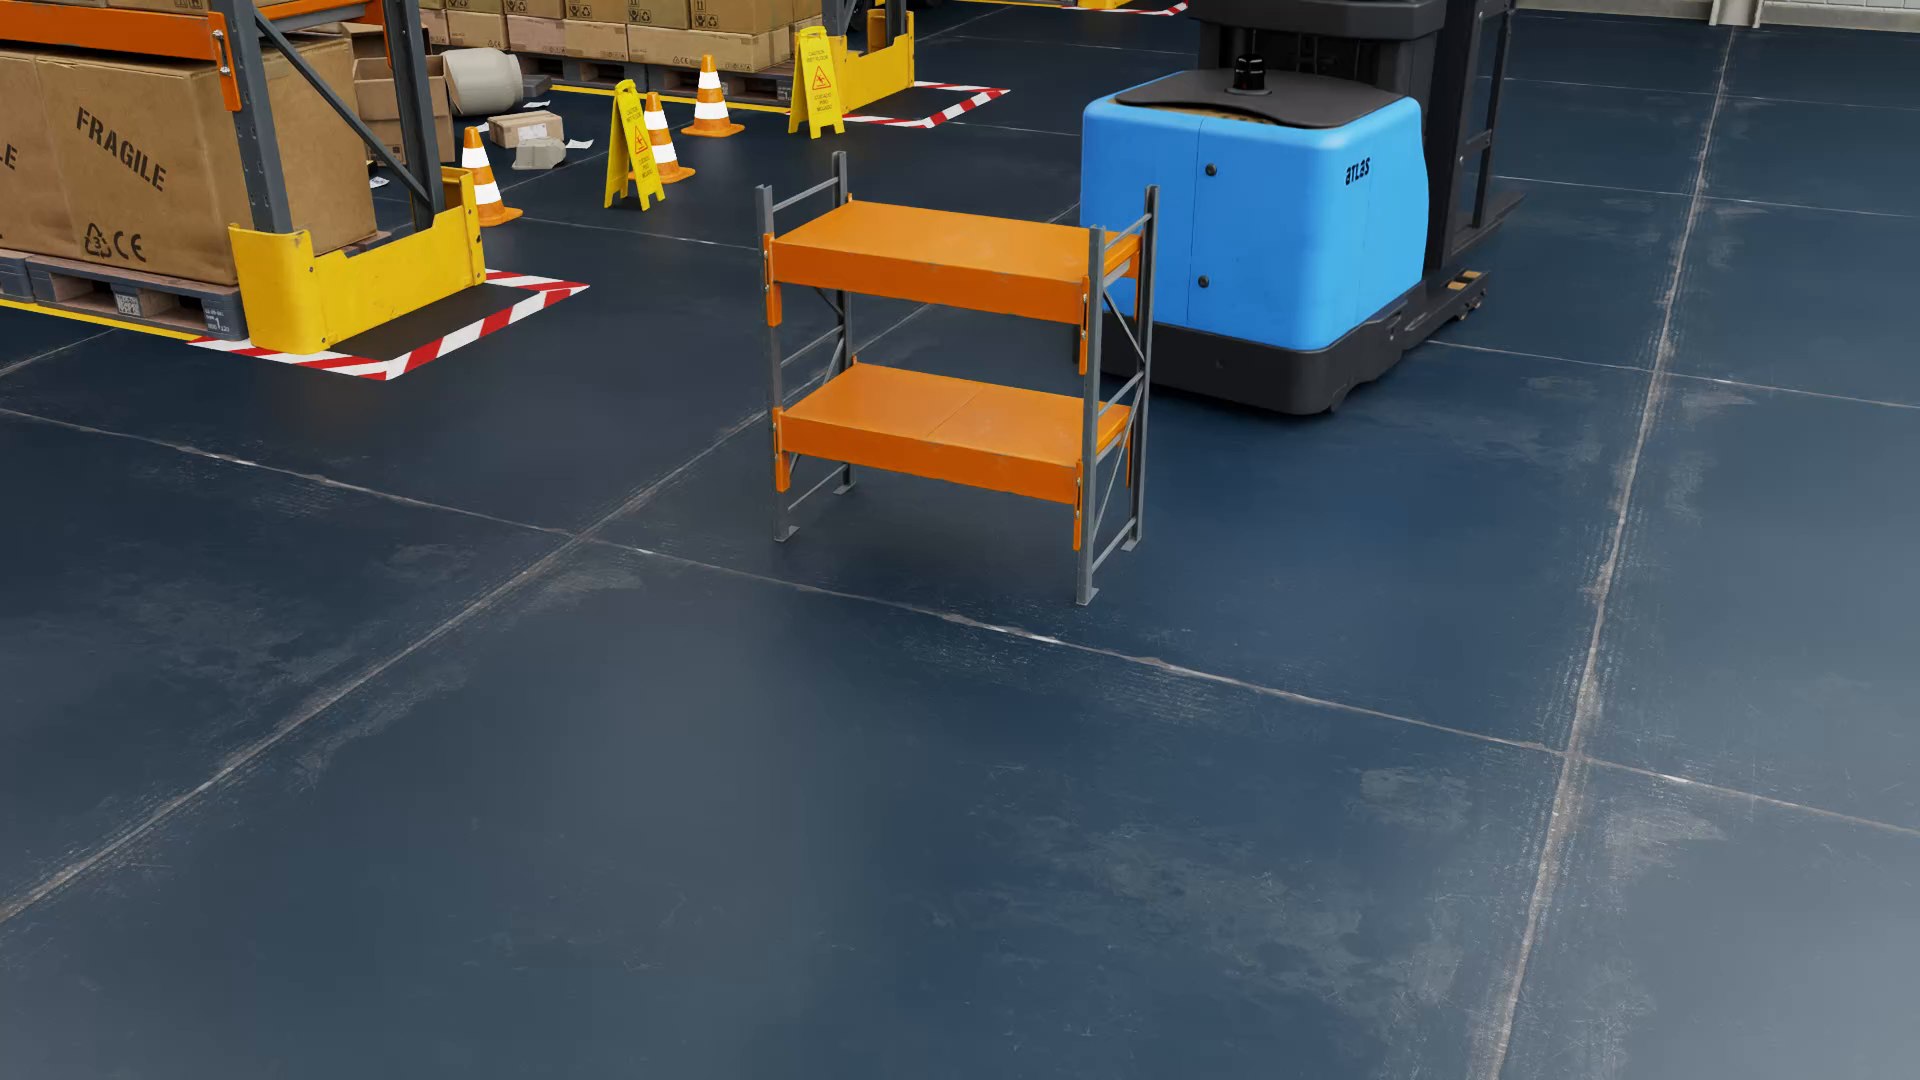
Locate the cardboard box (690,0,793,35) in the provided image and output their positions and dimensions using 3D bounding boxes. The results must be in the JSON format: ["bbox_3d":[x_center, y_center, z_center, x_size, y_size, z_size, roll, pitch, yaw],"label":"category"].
[{"bbox_3d":[-1.470,-3.703,11.164,0.500,0.500,0.500,12,28,22],"label":"cardboard box"}]

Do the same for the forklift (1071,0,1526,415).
[{"bbox_3d":[1.678,-2.367,6.740,1.130,2.935,3.031,17,31,30],"label":"forklift"}]

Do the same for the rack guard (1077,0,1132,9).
[{"bbox_3d":[1.440,-5.241,15.329,0.348,0.500,1.175,11,28,22],"label":"rack guard"}]

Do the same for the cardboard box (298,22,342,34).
[{"bbox_3d":[-4.753,-4.206,12.896,0.625,0.372,0.950,12,29,22],"label":"cardboard box"}]

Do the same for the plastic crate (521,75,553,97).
[{"bbox_3d":[-3.184,-3.175,11.608,0.583,0.080,0.402,2,26,4],"label":"plastic crate"}]

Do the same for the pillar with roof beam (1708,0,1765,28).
[{"bbox_3d":[4.837,-6.720,8.711,0.400,9.000,9.100,11,28,22],"label":"pillar with roof beam"}]

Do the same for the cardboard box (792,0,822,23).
[{"bbox_3d":[-1.275,-3.924,11.613,0.500,0.500,0.500,10,28,20],"label":"cardboard box"}]

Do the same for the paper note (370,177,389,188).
[{"bbox_3d":[-3.277,-1.990,9.260,0.142,0.017,0.144,23,35,39],"label":"paper note"}]

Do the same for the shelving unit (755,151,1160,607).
[{"bbox_3d":[-0.006,-0.506,5.004,1.048,1.125,0.538,11,28,22],"label":"shelving unit"}]

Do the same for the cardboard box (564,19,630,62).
[{"bbox_3d":[-2.427,-3.556,11.714,0.500,0.250,0.500,10,28,20],"label":"cardboard box"}]

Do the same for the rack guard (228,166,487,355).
[{"bbox_3d":[-2.568,-1.235,7.193,0.348,0.500,1.175,11,28,22],"label":"rack guard"}]

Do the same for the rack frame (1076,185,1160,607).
[{"bbox_3d":[0.457,-0.413,4.815,0.032,1.125,0.500,11,28,22],"label":"rack frame"}]

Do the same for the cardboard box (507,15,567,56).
[{"bbox_3d":[-2.874,-3.651,11.907,0.500,0.250,0.500,11,28,21],"label":"cardboard box"}]

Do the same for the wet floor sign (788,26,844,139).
[{"bbox_3d":[-0.903,-2.849,10.306,0.232,0.644,0.267,23,35,39],"label":"wet floor sign"}]

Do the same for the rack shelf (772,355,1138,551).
[{"bbox_3d":[-0.006,-0.287,5.112,1.000,0.278,0.538,11,28,22],"label":"rack shelf"}]

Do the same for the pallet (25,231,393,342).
[{"bbox_3d":[-3.350,-1.225,7.499,1.213,0.211,1.003,11,28,22],"label":"pallet"}]

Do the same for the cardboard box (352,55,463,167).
[{"bbox_3d":[-3.280,-2.553,9.866,0.637,0.503,0.797,-7,27,-14],"label":"cardboard box"}]

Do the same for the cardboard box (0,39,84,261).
[{"bbox_3d":[-4.036,-1.854,7.549,0.875,0.875,0.875,11,28,21],"label":"cardboard box"}]

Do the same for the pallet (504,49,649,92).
[{"bbox_3d":[-2.534,-3.519,12.159,1.213,0.211,1.003,11,28,22],"label":"pallet"}]

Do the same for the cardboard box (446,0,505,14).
[{"bbox_3d":[-3.357,-4.083,11.936,0.500,0.500,0.500,13,29,24],"label":"cardboard box"}]

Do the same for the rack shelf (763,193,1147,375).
[{"bbox_3d":[-0.006,-0.768,4.875,1.000,0.278,0.538,11,28,22],"label":"rack shelf"}]

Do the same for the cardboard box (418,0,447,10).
[{"bbox_3d":[-3.849,-4.176,12.125,0.500,0.500,0.500,13,29,24],"label":"cardboard box"}]

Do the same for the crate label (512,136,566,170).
[{"bbox_3d":[-2.450,-2.256,9.677,0.298,0.136,0.250,-2,26,-5],"label":"crate label"}]

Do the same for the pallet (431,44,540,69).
[{"bbox_3d":[-3.648,-3.742,12.611,1.213,0.211,1.003,11,28,22],"label":"pallet"}]

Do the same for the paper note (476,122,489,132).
[{"bbox_3d":[-3.028,-2.621,10.552,0.142,0.019,0.148,23,35,39],"label":"paper note"}]

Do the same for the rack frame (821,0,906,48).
[{"bbox_3d":[-0.633,-4.370,10.730,0.127,3.000,1.000,11,28,22],"label":"rack frame"}]

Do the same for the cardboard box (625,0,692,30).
[{"bbox_3d":[-1.947,-3.797,11.355,0.500,0.500,0.500,12,29,24],"label":"cardboard box"}]

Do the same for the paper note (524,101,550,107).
[{"bbox_3d":[-2.842,-2.931,11.169,0.148,0.019,0.142,2,26,4],"label":"paper note"}]

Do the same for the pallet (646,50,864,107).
[{"bbox_3d":[-1.427,-3.296,11.705,1.213,0.211,1.003,11,28,22],"label":"pallet"}]

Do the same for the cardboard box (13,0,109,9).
[{"bbox_3d":[-3.456,-2.570,6.904,0.550,0.550,0.875,11,28,22],"label":"cardboard box"}]

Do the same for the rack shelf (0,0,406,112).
[{"bbox_3d":[-4.410,-2.404,7.552,4.000,0.370,1.077,11,28,22],"label":"rack shelf"}]

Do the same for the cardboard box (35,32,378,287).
[{"bbox_3d":[-3.235,-1.694,7.224,0.875,0.875,0.875,12,28,22],"label":"cardboard box"}]

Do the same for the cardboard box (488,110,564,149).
[{"bbox_3d":[-2.662,-2.518,10.197,0.380,0.149,0.250,-18,31,-31],"label":"cardboard box"}]

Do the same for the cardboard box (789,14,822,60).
[{"bbox_3d":[-1.253,-3.584,11.770,0.500,0.250,0.500,11,28,21],"label":"cardboard box"}]

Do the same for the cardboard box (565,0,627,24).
[{"bbox_3d":[-2.403,-3.892,11.548,0.500,0.500,0.500,11,28,21],"label":"cardboard box"}]

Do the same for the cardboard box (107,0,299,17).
[{"bbox_3d":[-2.946,-2.478,6.718,0.550,0.550,0.875,11,28,22],"label":"cardboard box"}]

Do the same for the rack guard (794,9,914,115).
[{"bbox_3d":[-0.702,-3.262,11.310,0.348,0.500,1.175,11,28,22],"label":"rack guard"}]

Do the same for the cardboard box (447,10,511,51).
[{"bbox_3d":[-3.358,-3.747,12.102,0.500,0.250,0.500,13,29,25],"label":"cardboard box"}]

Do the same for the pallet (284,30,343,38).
[{"bbox_3d":[-4.983,-3.992,13.119,1.213,0.211,1.003,11,28,22],"label":"pallet"}]

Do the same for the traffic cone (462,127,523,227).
[{"bbox_3d":[-2.486,-1.891,8.567,0.334,0.463,0.336,11,28,22],"label":"traffic cone"}]

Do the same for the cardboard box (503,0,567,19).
[{"bbox_3d":[-2.885,-3.988,11.742,0.500,0.500,0.500,13,29,24],"label":"cardboard box"}]

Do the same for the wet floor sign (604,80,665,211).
[{"bbox_3d":[-1.744,-2.096,8.776,0.232,0.644,0.267,6,27,13],"label":"wet floor sign"}]

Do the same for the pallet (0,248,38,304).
[{"bbox_3d":[-4.457,-1.449,7.953,1.213,0.211,1.003,11,28,22],"label":"pallet"}]

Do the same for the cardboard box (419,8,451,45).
[{"bbox_3d":[-3.849,-3.840,12.291,0.500,0.250,0.500,10,28,19],"label":"cardboard box"}]

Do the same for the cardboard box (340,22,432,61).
[{"bbox_3d":[-3.862,-3.238,11.258,0.500,0.500,0.500,-12,29,-23],"label":"cardboard box"}]

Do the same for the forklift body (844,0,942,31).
[{"bbox_3d":[-1.063,-5.599,14.187,1.214,2.155,2.313,11,28,22],"label":"forklift body"}]

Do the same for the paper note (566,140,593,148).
[{"bbox_3d":[-2.317,-2.410,10.111,0.142,0.019,0.148,2,26,4],"label":"paper note"}]

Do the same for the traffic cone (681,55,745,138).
[{"bbox_3d":[-1.558,-2.792,10.397,0.334,0.463,0.336,11,28,22],"label":"traffic cone"}]

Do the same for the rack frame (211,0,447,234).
[{"bbox_3d":[-2.590,-2.361,6.650,0.127,3.000,1.000,11,28,22],"label":"rack frame"}]

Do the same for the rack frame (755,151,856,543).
[{"bbox_3d":[-0.469,-0.599,5.193,0.032,1.125,0.500,11,28,22],"label":"rack frame"}]

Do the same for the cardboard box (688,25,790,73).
[{"bbox_3d":[-1.502,-3.369,11.334,0.500,0.250,0.500,11,28,22],"label":"cardboard box"}]

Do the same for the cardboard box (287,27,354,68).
[{"bbox_3d":[-4.134,-2.782,10.177,0.503,0.637,0.797,11,28,22],"label":"cardboard box"}]

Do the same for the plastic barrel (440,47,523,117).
[{"bbox_3d":[-3.140,-2.983,10.830,0.512,0.421,0.421,-12,29,-23],"label":"plastic barrel"}]

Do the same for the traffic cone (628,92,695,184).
[{"bbox_3d":[-1.708,-2.283,9.364,0.334,0.463,0.336,11,28,22],"label":"traffic cone"}]

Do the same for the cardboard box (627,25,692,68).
[{"bbox_3d":[-1.948,-3.462,11.524,0.500,0.250,0.500,11,28,22],"label":"cardboard box"}]

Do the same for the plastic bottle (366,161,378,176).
[{"bbox_3d":[-3.489,-2.127,9.500,0.283,0.061,0.133,2,26,4],"label":"plastic bottle"}]

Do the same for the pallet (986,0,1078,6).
[{"bbox_3d":[0.705,-5.239,15.651,1.213,0.211,1.003,11,28,22],"label":"pallet"}]
